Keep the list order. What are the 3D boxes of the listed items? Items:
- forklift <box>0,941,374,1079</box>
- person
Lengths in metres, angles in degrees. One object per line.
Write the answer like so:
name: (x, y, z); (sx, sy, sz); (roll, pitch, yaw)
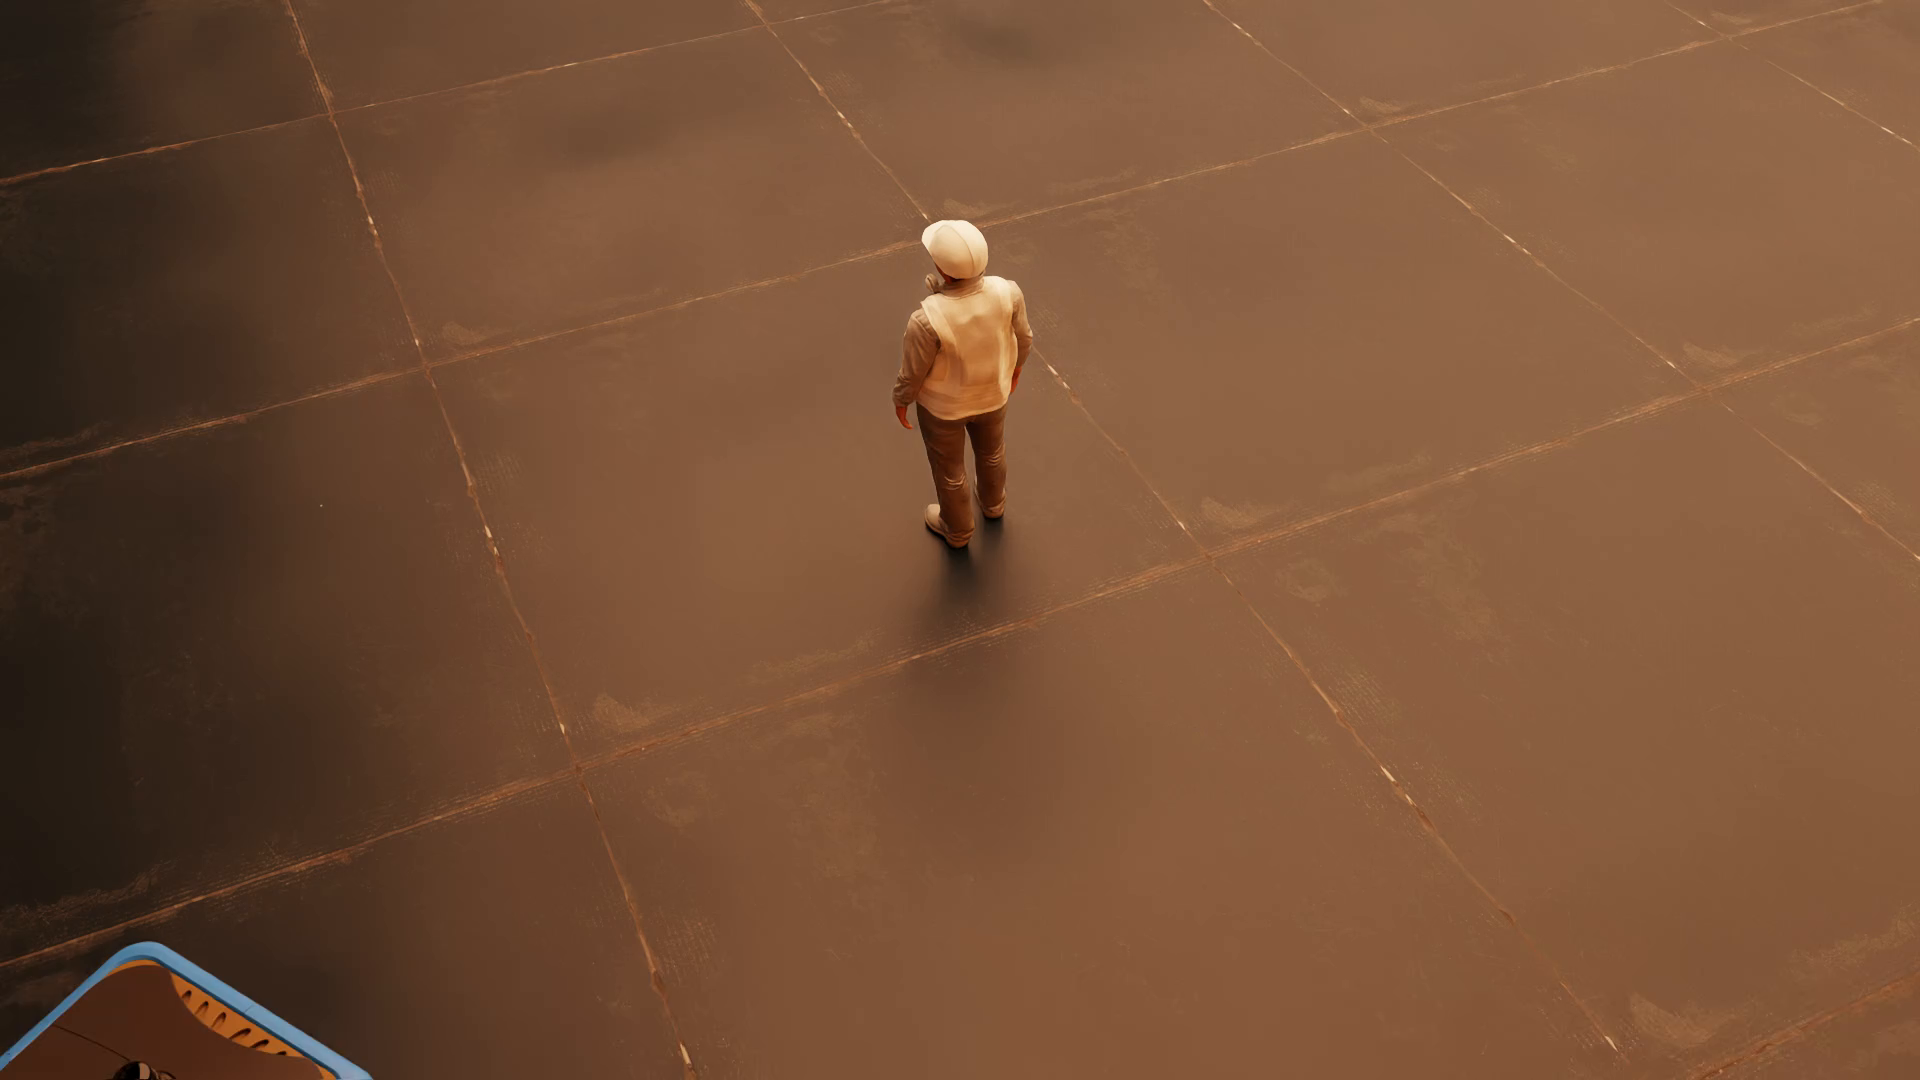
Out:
forklift: (-2.793, 1.931, 3.611); (1.130, 2.935, 3.031); (22, 47, 22)
person: (-0.018, -0.695, 7.262); (0.632, 1.773, 0.568); (-18, 46, -18)
